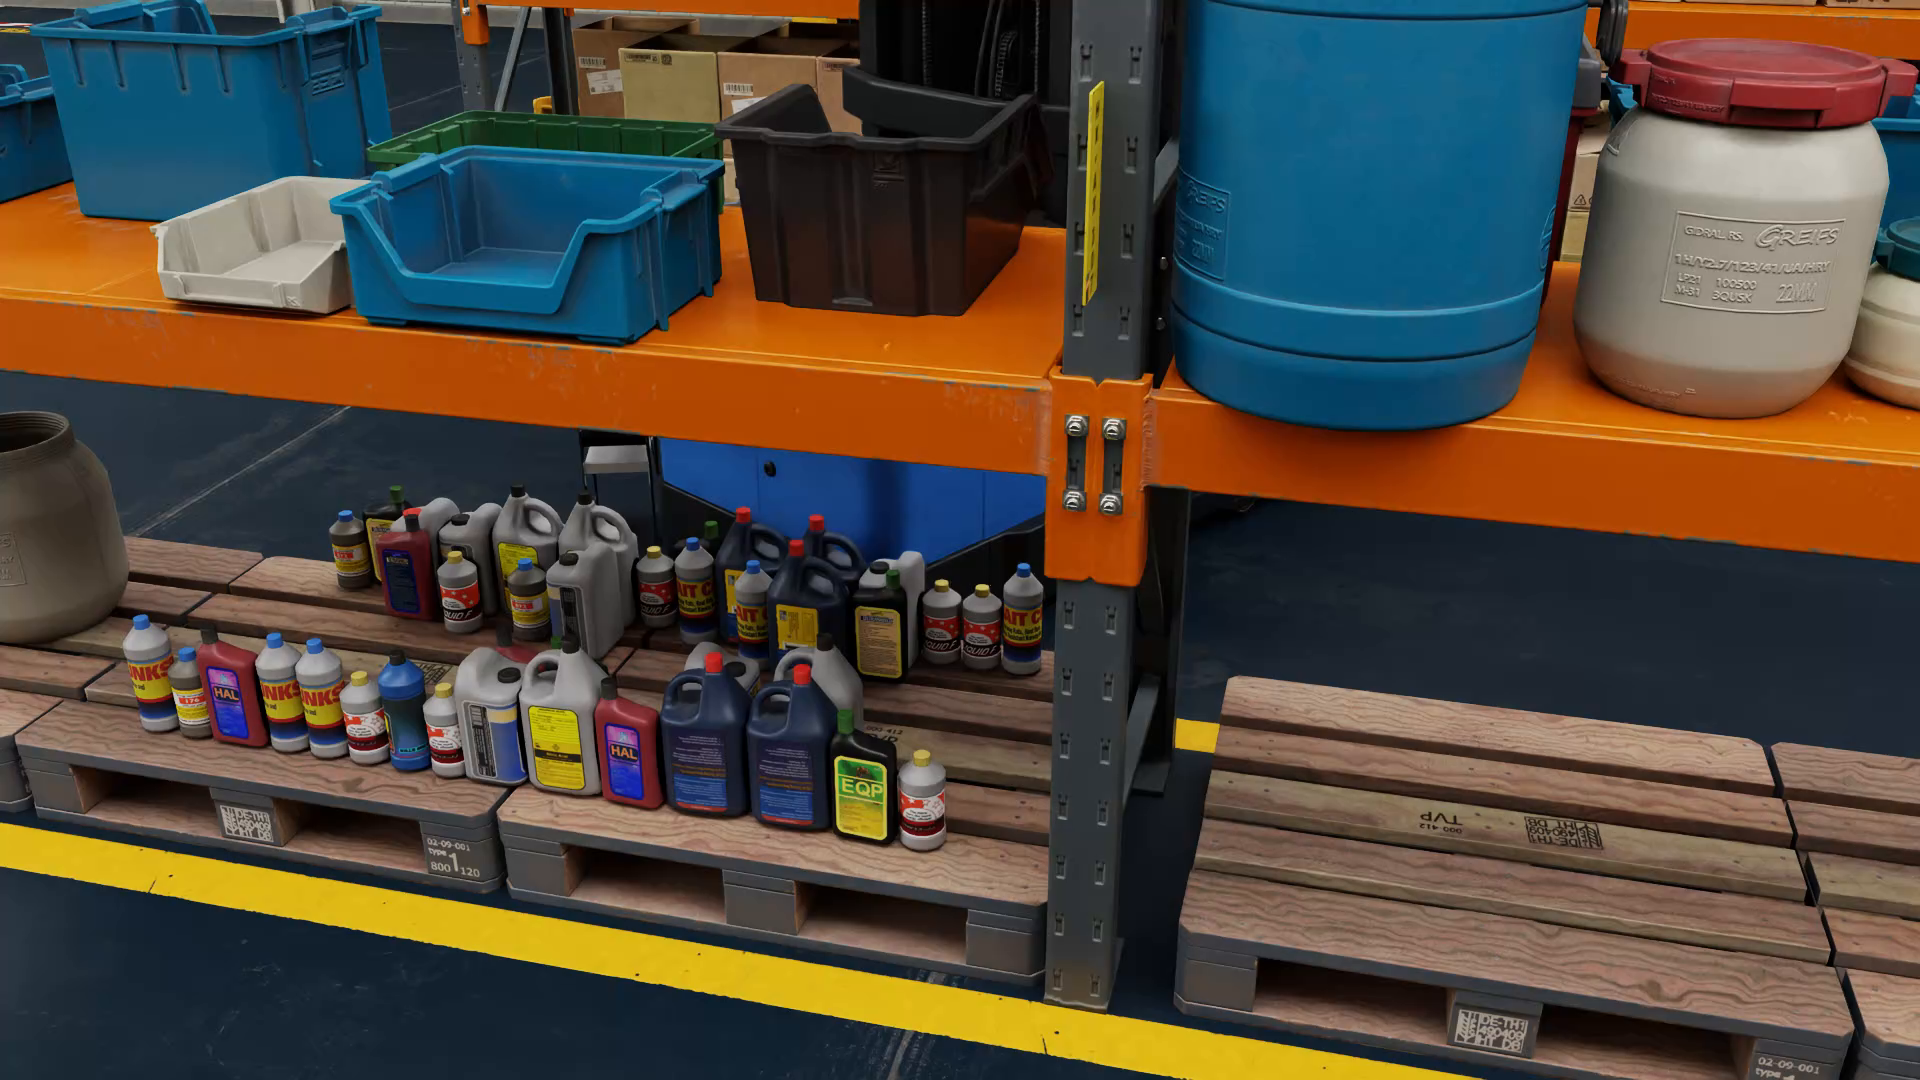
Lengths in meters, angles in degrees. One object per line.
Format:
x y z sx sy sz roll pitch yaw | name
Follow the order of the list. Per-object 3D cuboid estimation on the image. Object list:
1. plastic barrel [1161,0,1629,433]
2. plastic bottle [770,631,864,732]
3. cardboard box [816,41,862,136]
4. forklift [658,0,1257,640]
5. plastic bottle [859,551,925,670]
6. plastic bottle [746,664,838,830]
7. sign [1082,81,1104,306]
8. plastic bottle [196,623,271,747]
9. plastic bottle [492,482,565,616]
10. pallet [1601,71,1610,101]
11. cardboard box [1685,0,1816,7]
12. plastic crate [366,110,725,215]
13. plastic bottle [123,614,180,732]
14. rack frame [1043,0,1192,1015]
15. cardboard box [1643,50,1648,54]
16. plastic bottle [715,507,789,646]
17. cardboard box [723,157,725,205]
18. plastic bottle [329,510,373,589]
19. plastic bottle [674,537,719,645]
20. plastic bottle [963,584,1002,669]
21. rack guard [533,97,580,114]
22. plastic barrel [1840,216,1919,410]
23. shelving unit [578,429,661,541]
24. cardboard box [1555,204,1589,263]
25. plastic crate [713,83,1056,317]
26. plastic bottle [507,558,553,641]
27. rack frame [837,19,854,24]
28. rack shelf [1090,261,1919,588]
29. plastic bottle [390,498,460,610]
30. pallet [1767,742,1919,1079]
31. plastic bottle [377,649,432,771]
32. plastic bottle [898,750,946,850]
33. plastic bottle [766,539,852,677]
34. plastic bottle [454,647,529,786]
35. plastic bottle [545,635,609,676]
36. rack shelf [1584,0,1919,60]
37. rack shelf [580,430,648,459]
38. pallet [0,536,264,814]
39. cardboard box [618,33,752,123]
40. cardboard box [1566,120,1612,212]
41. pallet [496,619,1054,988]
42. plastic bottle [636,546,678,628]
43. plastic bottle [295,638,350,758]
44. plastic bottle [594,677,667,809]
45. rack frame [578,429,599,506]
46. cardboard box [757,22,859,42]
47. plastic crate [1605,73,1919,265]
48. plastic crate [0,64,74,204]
0.651 -0.691 2.628 0.708 0.901 0.600 6 26 13 | plastic barrel
-0.308 0.357 3.581 0.185 0.351 0.144 6 26 13 | plastic bottle
-0.369 -2.097 8.002 0.500 0.500 0.500 6 26 13 | cardboard box
0.486 -1.549 5.094 1.130 2.935 3.031 22 33 39 | forklift
-0.167 0.160 4.082 0.135 0.276 0.152 7 26 15 | plastic bottle
-0.343 0.417 3.455 0.185 0.351 0.144 6 26 12 | plastic bottle
0.204 -0.529 2.549 0.005 0.325 0.100 6 26 13 | sign
-1.629 0.323 3.729 0.133 0.283 0.061 7 26 14 | plastic bottle
-1.101 0.021 4.287 0.185 0.351 0.144 7 26 15 | plastic bottle
4.759 -3.285 11.904 1.213 0.211 1.003 6 26 13 | pallet
3.324 -2.540 6.979 0.500 0.500 0.500 6 26 13 | cardboard box
-0.892 -0.799 3.685 0.662 0.188 0.450 6 26 13 | plastic crate
-1.844 0.297 3.799 0.097 0.271 0.097 0 25 0 | plastic bottle
0.352 -0.632 3.088 0.127 3.000 1.000 6 26 13 | rack frame
5.025 -3.598 11.715 0.500 0.500 0.700 6 26 13 | cardboard box
-0.509 0.086 4.149 0.185 0.351 0.144 5 26 11 | plastic bottle
-1.336 -1.868 8.394 0.500 0.250 0.500 6 26 13 | cardboard box
-1.634 0.019 4.464 0.097 0.201 0.097 0 25 0 | plastic bottle
-0.661 0.122 4.167 0.097 0.271 0.097 0 25 0 | plastic bottle
0.054 0.206 4.072 0.097 0.201 0.097 0 25 0 | plastic bottle
-2.308 -1.996 8.860 0.348 0.500 1.175 6 26 13 | rack guard
1.596 -0.364 2.685 0.301 0.262 0.301 0 25 0 | plastic barrel
-1.070 -0.451 5.150 0.210 0.900 0.258 -2 26 -5 | shelving unit
2.915 -1.386 7.381 0.500 0.250 0.500 6 26 11 | cardboard box
-0.123 -0.713 3.330 0.504 0.338 0.767 6 26 13 | plastic crate
-1.089 0.143 4.203 0.097 0.201 0.097 0 25 0 | plastic bottle
-1.055 -5.184 12.650 0.127 3.000 1.000 6 26 13 | rack frame
2.289 -0.093 2.792 4.000 0.370 1.077 6 26 13 | rack shelf
-1.397 0.024 4.368 0.135 0.276 0.152 7 26 13 | plastic bottle
2.308 0.825 3.272 1.213 0.211 1.003 6 26 13 | pallet
-1.219 0.366 3.654 0.097 0.271 0.097 0 25 0 | plastic bottle
-0.077 0.524 3.404 0.097 0.201 0.097 0 25 0 | plastic bottle
-0.362 0.166 3.981 0.185 0.351 0.144 6 26 13 | plastic bottle
-0.999 0.376 3.627 0.135 0.276 0.152 7 26 14 | plastic bottle
-0.841 0.347 3.681 0.133 0.283 0.061 6 26 13 | plastic bottle
3.526 -2.155 7.123 4.000 0.370 1.077 6 26 13 | rack shelf
-1.070 -0.340 5.203 0.200 0.077 0.258 -2 26 -5 | rack shelf
-2.651 0.277 4.423 1.213 0.211 1.003 6 26 13 | pallet
-1.336 -2.206 8.231 0.500 0.500 0.500 6 26 13 | cardboard box
2.913 -1.636 7.255 0.500 0.311 0.500 5 26 11 | cardboard box
-0.288 0.538 3.874 1.213 0.211 1.003 6 26 13 | pallet
-0.778 0.114 4.265 0.097 0.201 0.097 0 25 0 | plastic bottle
-1.415 0.344 3.699 0.097 0.271 0.097 0 25 0 | plastic bottle
-0.698 0.426 3.513 0.133 0.283 0.061 8 27 16 | plastic bottle
-1.171 -0.447 5.142 0.006 0.900 0.240 -2 26 -5 | rack frame
-0.719 -2.374 8.585 0.500 0.500 0.500 6 26 13 | cardboard box
1.498 -0.636 3.115 0.575 0.384 0.392 6 26 13 | plastic crate
-2.335 -0.992 4.017 0.408 0.251 0.499 6 26 13 | plastic crate
